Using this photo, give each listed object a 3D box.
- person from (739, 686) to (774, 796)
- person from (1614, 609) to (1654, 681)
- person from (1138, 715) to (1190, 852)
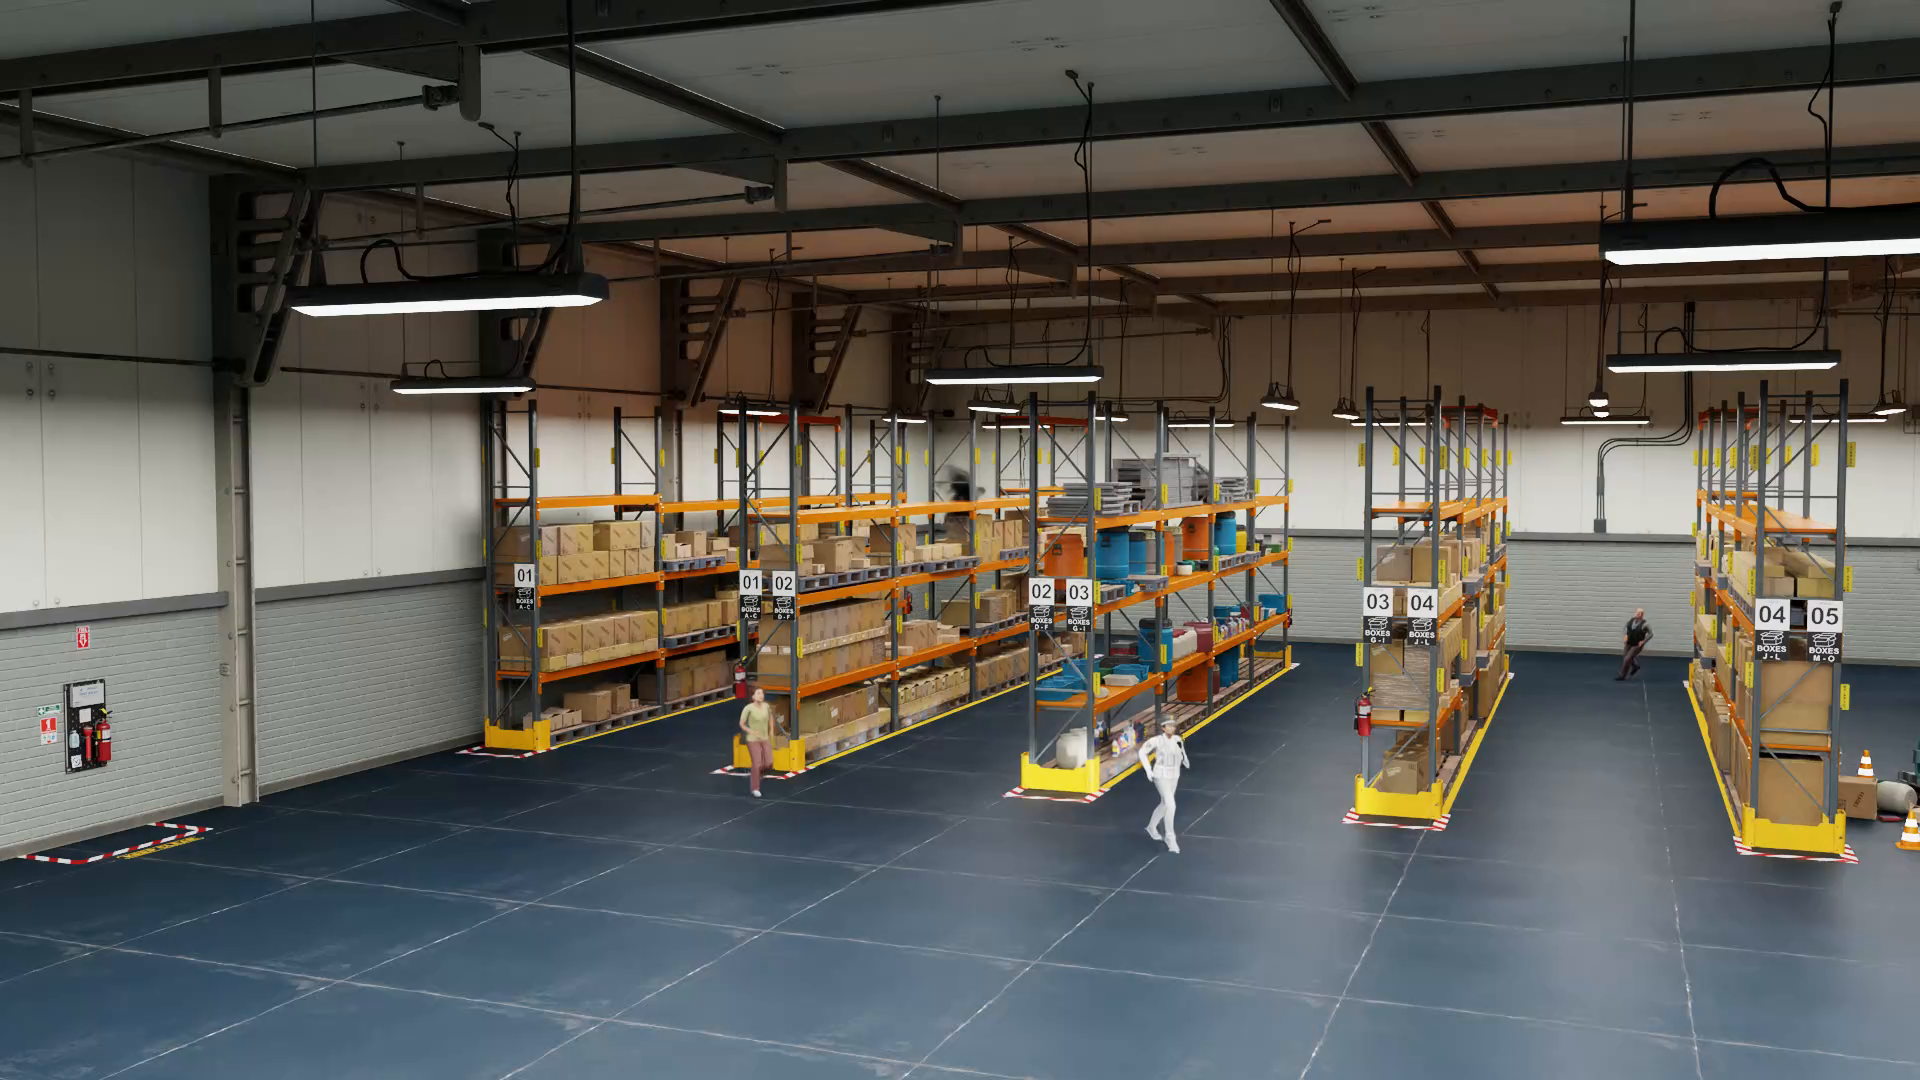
[{"bbox_3d":[-2.991,2.976,24.670,0.614,1.633,0.569,-2,4,-37],"label":"person"},{"bbox_3d":[15.198,2.348,37.305,0.827,1.648,0.719,-2,3,-33],"label":"person"},{"bbox_3d":[2.658,3.104,21.434,0.600,1.743,0.751,-2,3,-34],"label":"person"}]
